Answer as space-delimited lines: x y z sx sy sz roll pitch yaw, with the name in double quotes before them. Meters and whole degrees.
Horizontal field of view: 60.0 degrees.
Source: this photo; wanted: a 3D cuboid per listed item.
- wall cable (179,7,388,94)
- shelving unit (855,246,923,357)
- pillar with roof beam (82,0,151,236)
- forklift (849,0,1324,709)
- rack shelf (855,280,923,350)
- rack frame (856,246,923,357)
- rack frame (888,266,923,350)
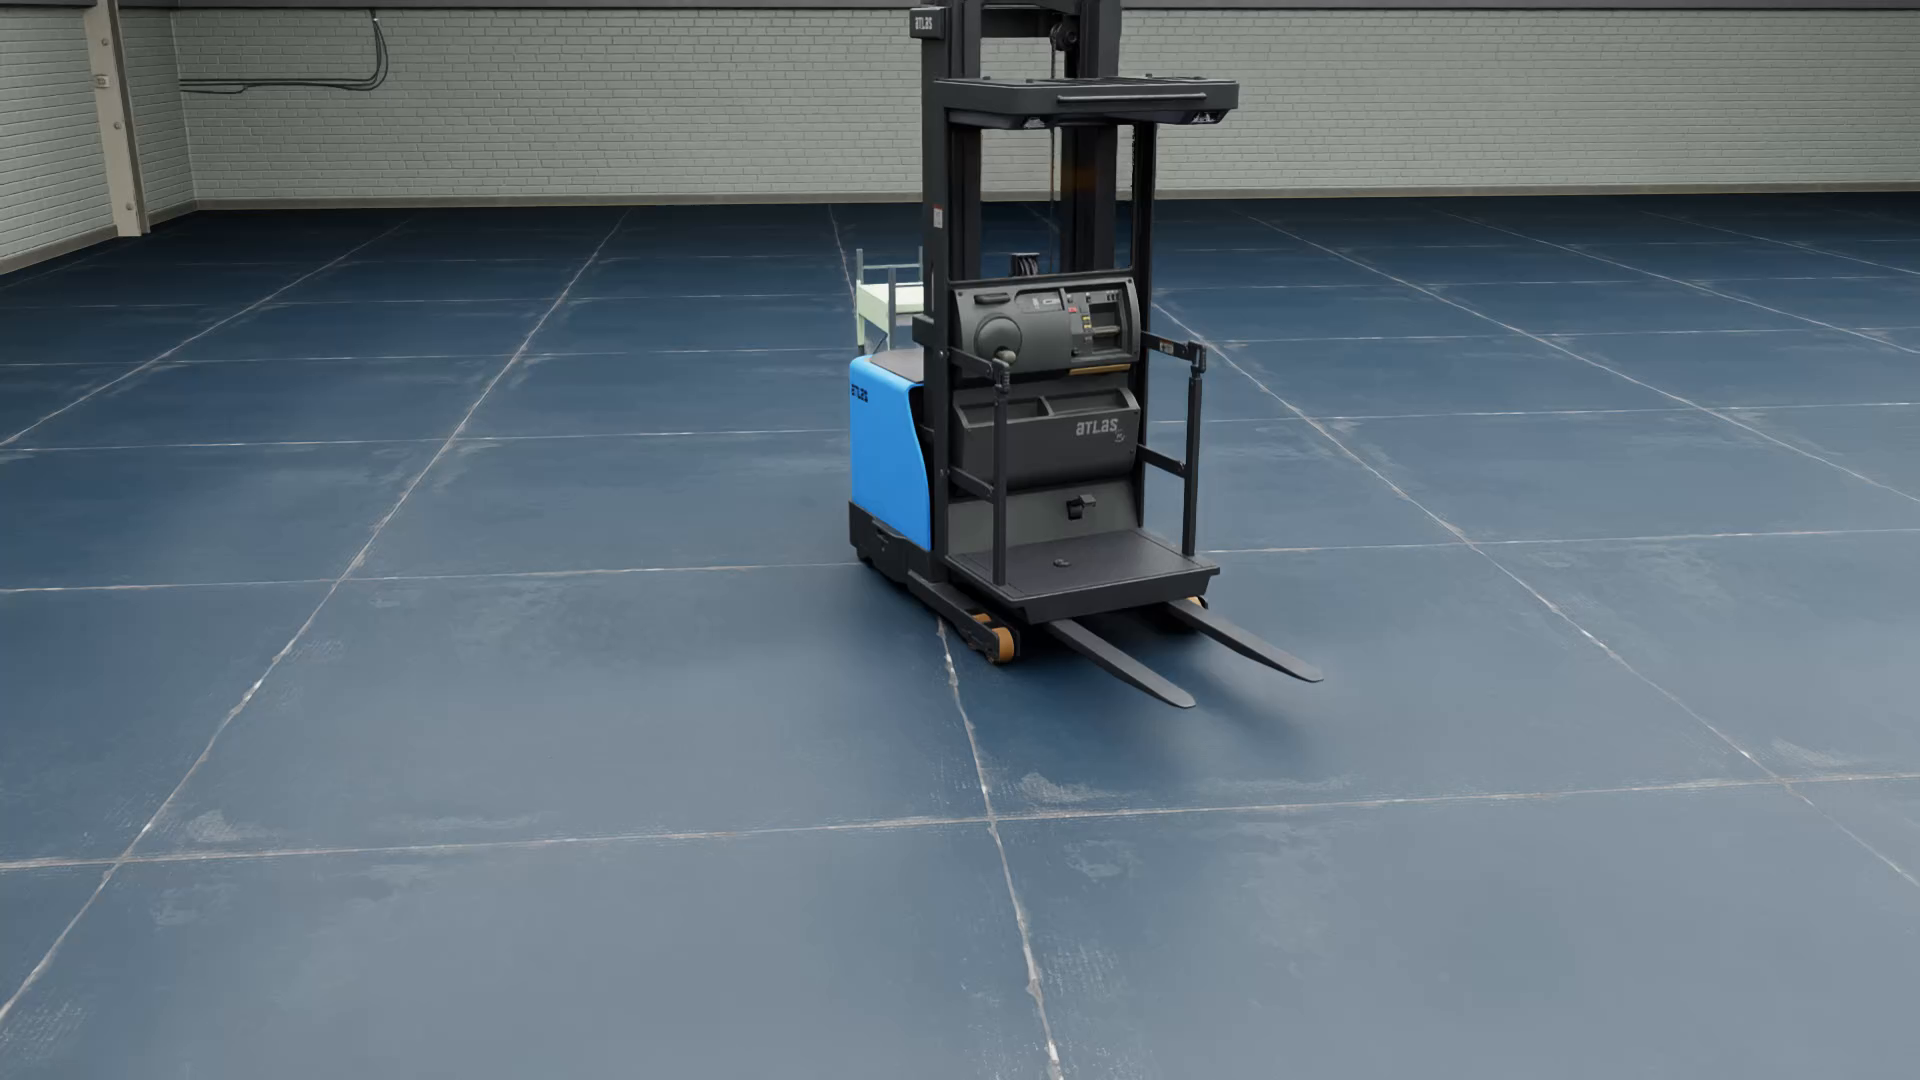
"wall cable" -9.994 -7.800 24.183 3.097 2.526 0.112 -2 18 -6
"shelving unit" -0.289 -0.842 9.355 0.431 1.500 0.755 -5 18 -16
"pillar with roof beam" -6.724 -8.496 21.215 9.100 9.000 0.400 -2 18 -6
"forklift" 0.503 -0.994 7.449 1.130 2.935 3.031 -8 19 -24
"rack shelf" -0.289 -1.214 9.238 0.431 0.370 0.720 -5 18 -16
"rack frame" -0.394 -0.947 9.690 0.400 1.500 0.023 -5 18 -16
"rack frame" -0.184 -0.737 9.021 0.400 1.500 0.023 -5 18 -16
